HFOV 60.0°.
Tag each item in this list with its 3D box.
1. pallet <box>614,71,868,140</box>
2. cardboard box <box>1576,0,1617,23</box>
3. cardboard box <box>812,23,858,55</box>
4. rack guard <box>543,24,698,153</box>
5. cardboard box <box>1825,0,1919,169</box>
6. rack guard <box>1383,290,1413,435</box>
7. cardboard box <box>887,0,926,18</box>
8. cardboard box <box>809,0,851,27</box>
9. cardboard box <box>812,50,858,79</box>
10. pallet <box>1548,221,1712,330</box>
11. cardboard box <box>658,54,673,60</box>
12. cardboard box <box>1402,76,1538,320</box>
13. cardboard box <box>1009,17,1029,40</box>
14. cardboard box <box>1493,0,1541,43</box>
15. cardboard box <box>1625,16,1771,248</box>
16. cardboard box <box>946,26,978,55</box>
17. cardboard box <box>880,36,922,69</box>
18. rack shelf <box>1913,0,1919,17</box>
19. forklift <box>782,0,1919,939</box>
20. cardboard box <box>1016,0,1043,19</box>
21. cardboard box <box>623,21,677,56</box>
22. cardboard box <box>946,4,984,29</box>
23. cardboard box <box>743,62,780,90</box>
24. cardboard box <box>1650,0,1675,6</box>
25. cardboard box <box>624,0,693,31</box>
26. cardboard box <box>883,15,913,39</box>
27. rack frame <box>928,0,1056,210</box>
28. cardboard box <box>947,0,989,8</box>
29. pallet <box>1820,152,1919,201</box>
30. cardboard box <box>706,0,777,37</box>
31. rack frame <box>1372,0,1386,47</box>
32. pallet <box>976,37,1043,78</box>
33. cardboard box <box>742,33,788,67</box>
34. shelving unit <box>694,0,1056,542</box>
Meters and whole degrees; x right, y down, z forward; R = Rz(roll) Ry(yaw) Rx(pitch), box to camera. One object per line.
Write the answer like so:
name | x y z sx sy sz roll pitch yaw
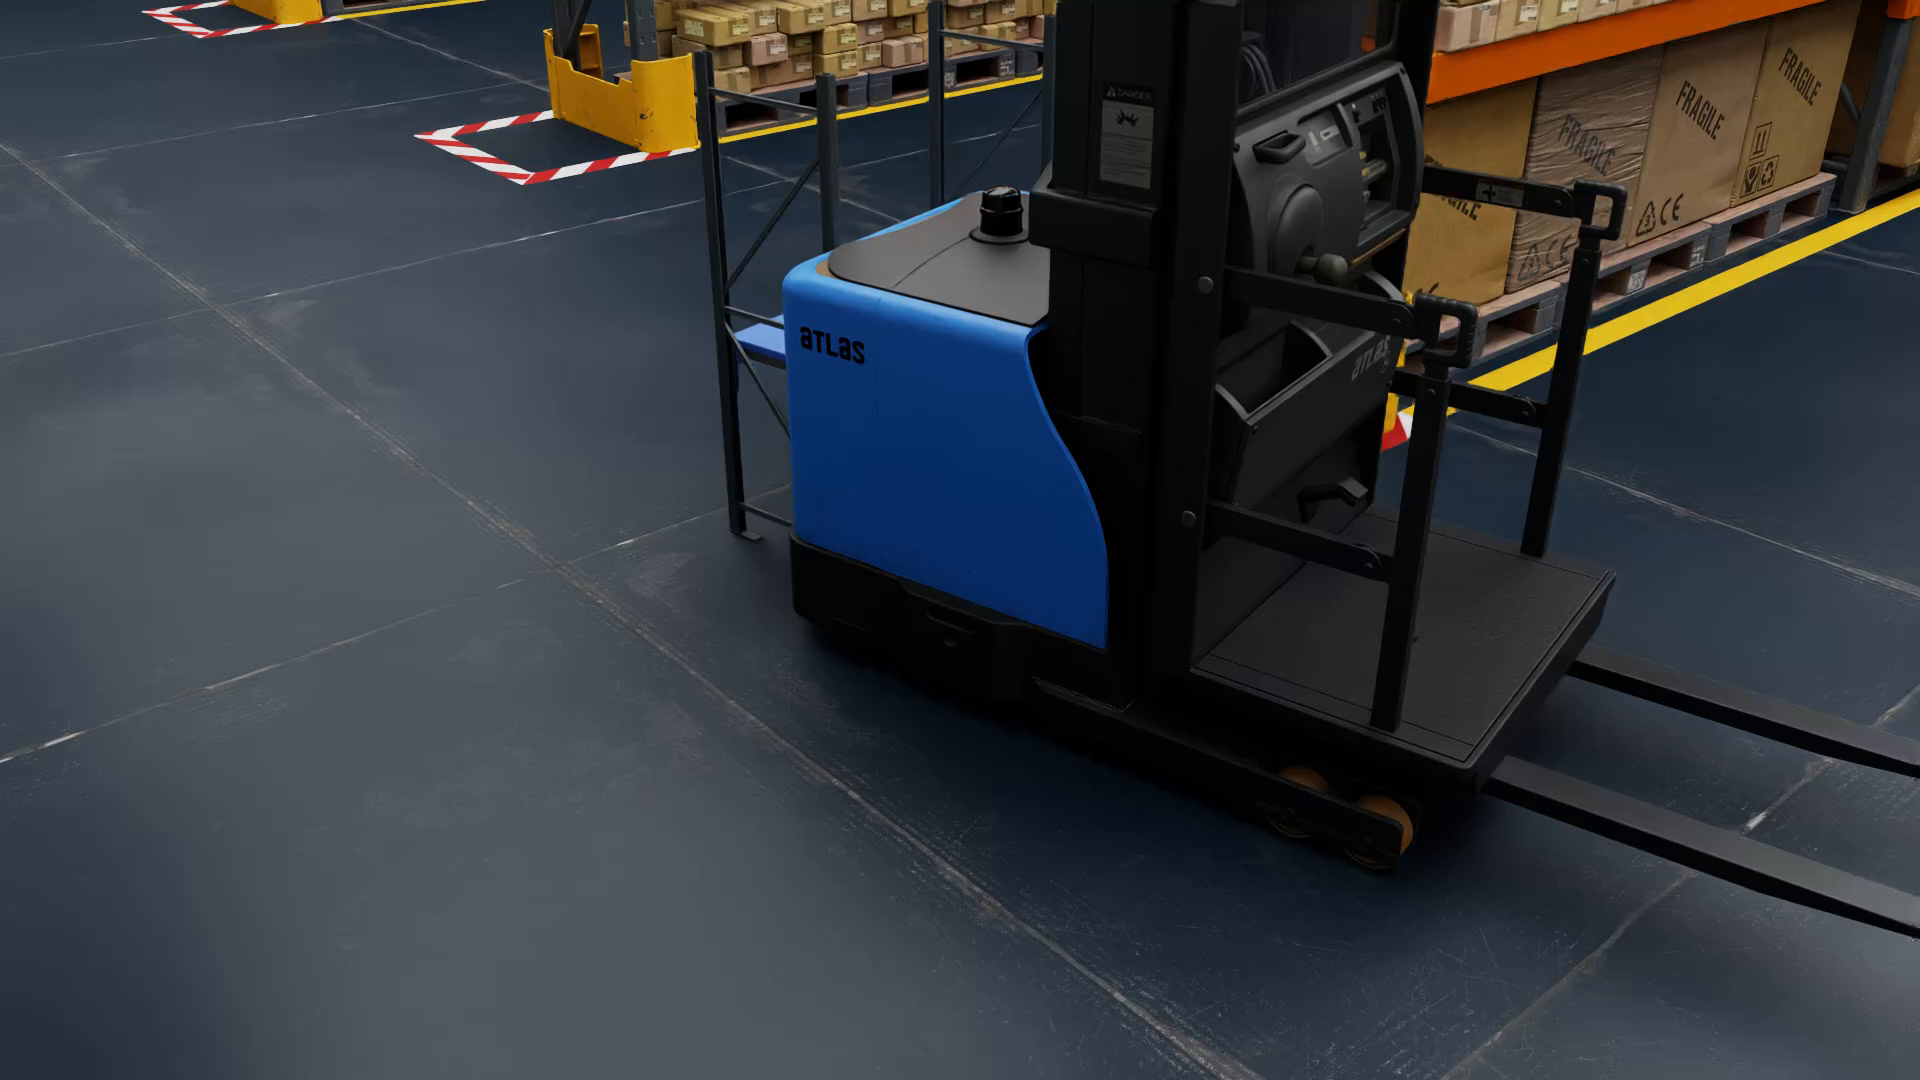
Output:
pallet | -1.333 -2.739 10.151 1.213 0.211 1.003 -22 35 -35
cardboard box | 2.181 -2.017 6.109 0.250 0.149 0.380 -23 35 -36
cardboard box | -0.827 -3.046 10.032 0.250 0.149 0.380 -21 34 -33
rack guard | -1.974 -2.630 9.641 0.348 0.500 1.175 -22 35 -35
cardboard box | 4.628 -2.575 8.694 0.875 0.875 1.225 -22 35 -35
rack guard | 1.092 -0.790 6.198 0.348 0.500 1.175 -22 35 -35
cardboard box | -0.424 -3.348 10.280 0.250 0.149 0.380 -21 35 -34
cardboard box | -0.871 -3.202 10.008 0.250 0.149 0.380 -24 36 -37
cardboard box | -0.829 -2.910 10.091 0.250 0.149 0.380 -21 35 -34
pallet | 2.596 -1.314 7.485 1.213 0.211 1.003 -22 35 -35
cardboard box | -1.767 -2.873 10.023 0.250 0.149 0.380 -21 35 -34
cardboard box | 1.546 -1.373 6.445 0.875 0.875 0.875 -22 35 -35
cardboard box | 0.244 -3.428 11.062 0.250 0.149 0.380 -23 36 -36
cardboard box | 1.789 -1.859 5.812 0.250 0.149 0.380 -22 35 -36
cardboard box | 2.915 -1.923 7.475 0.875 0.875 0.875 -22 35 -35
cardboard box | -0.095 -3.247 10.722 0.250 0.149 0.380 -21 35 -34
cardboard box | -0.451 -3.067 10.385 0.250 0.149 0.380 -24 36 -37
rack shelf | 5.675 -3.418 9.227 4.000 0.370 1.077 -22 35 -35
forklift | 1.018 -0.821 3.677 3.031 2.935 1.130 19 33 31
cardboard box | 0.333 -3.565 11.002 0.250 0.149 0.380 -22 35 -34
cardboard box | -1.815 -3.032 10.005 0.250 0.149 0.380 -23 36 -36
cardboard box | -0.065 -3.405 10.703 0.250 0.149 0.380 -24 36 -37
cardboard box | -1.279 -2.792 9.872 0.250 0.149 0.380 -22 35 -35
cardboard box | 2.571 -2.174 6.402 0.250 0.149 0.380 -22 35 -35
cardboard box | -1.793 -3.153 9.915 0.250 0.149 0.380 -21 35 -34
cardboard box | -0.508 -3.260 10.430 0.250 0.149 0.380 -20 34 -32
rack frame | 0.104 -0.995 5.519 0.500 1.500 0.032 20 34 33
cardboard box | -0.035 -3.496 10.557 0.250 0.149 0.380 -23 36 -37
pallet | 4.692 -2.157 9.062 1.213 0.211 1.003 -22 35 -35
cardboard box | -1.281 -3.066 9.752 0.250 0.149 0.380 -21 35 -34
rack frame | 1.111 -1.900 5.623 0.127 3.000 1.000 -22 35 -35
pallet | 0.523 -3.485 11.548 1.213 0.211 1.003 -22 35 -35
cardboard box | -1.222 -2.900 9.758 0.250 0.149 0.380 -22 35 -35
shelving unit | -0.212 -0.808 5.168 0.538 1.500 1.048 20 34 33
